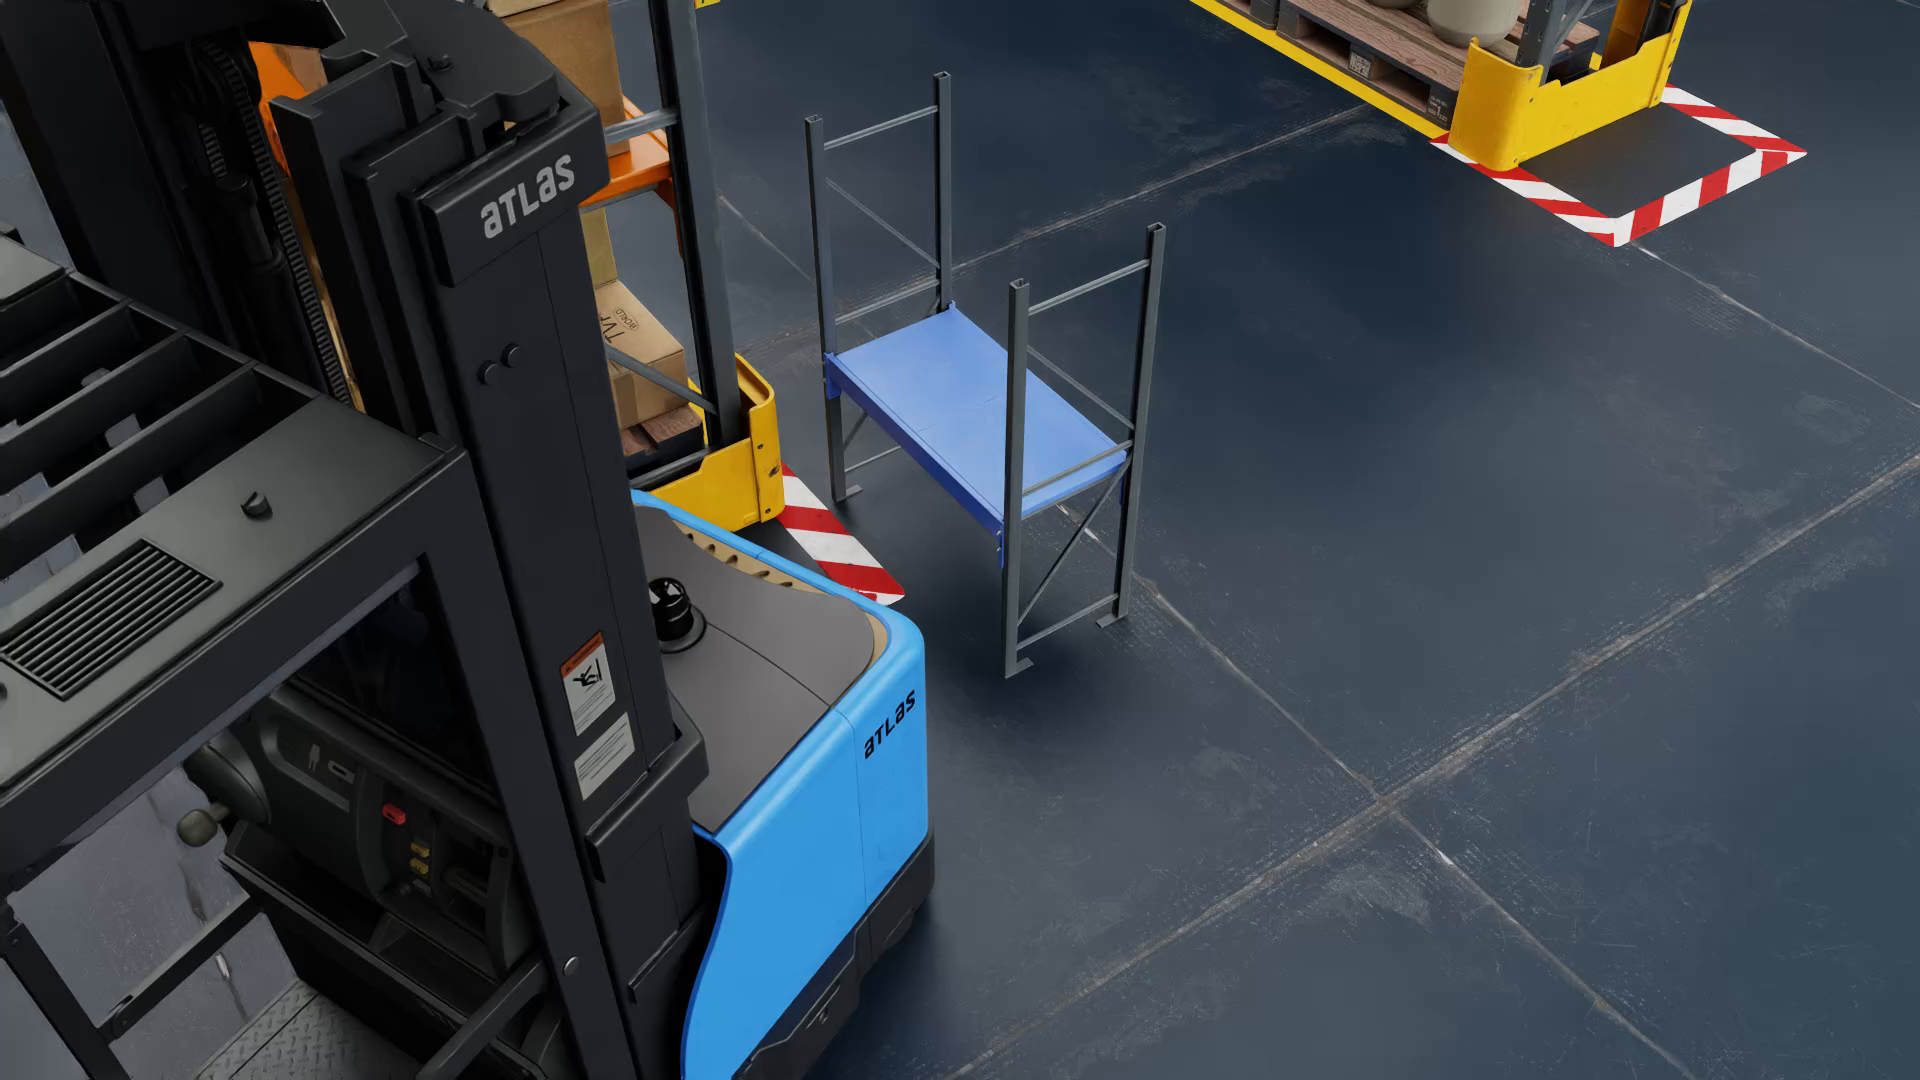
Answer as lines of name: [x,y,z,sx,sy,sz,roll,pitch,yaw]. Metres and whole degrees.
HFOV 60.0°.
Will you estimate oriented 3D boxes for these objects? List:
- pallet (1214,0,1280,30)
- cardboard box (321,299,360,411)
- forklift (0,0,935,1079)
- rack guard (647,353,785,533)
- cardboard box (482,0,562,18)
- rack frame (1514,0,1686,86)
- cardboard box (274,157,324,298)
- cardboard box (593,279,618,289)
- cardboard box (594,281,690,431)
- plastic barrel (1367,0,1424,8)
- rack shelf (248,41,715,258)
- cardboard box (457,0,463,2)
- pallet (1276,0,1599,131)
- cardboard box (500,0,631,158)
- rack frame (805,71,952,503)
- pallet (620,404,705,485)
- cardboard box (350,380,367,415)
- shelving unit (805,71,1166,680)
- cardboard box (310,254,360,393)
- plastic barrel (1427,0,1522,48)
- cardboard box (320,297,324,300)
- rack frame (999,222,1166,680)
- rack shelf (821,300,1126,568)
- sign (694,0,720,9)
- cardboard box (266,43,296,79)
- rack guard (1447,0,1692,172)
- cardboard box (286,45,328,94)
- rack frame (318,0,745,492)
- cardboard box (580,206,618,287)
pallet: [1.645,-3.198,8.947,1.003,0.211,1.213,-26,49,-24]
cardboard box: [-2.029,-0.698,5.996,0.500,0.250,0.500,-26,49,-24]
forklift: [-1.294,0.593,3.006,1.130,2.935,3.031,24,49,23]
rack guard: [-1.170,-0.157,5.553,1.175,0.500,0.348,-26,49,-24]
cardboard box: [-1.232,-1.653,4.767,0.380,0.149,0.250,-26,49,-25]
rack frame: [2.881,-3.030,6.751,1.000,3.000,0.127,-26,49,-24]
cardboard box: [-2.319,-1.250,6.032,0.500,0.500,0.500,-26,49,-24]
cardboard box: [-1.597,-0.906,6.214,0.500,0.250,0.500,-26,49,-24]
cardboard box: [-1.308,-0.624,5.919,0.500,0.250,0.500,-26,49,-24]
plastic barrel: [2.155,-2.908,8.122,0.421,0.512,0.421,0,44,0]
rack shelf: [-2.328,-1.948,6.139,1.077,0.370,4.000,-26,49,-24]
cardboard box: [-1.559,-1.487,4.593,0.380,0.149,0.250,-27,50,-25]
pallet: [2.339,-2.508,8.224,1.003,0.211,1.213,-26,49,-24]
cardboard box: [-1.440,-1.381,4.952,0.700,0.500,0.500,-26,49,-24]
rack frame: [-0.242,-0.782,5.483,0.500,1.500,0.032,-26,49,-24]
pallet: [-1.656,-0.483,6.103,1.003,0.211,1.213,-26,49,-24]
cardboard box: [-1.733,-0.419,5.704,0.500,0.250,0.500,-26,49,-24]
shelving unit: [0.049,-0.494,5.182,0.538,1.500,1.048,-26,49,-24]
cardboard box: [-1.735,-0.690,5.444,0.500,0.500,0.500,-26,49,-24]
plastic barrel: [2.442,-2.624,7.824,0.421,0.512,0.421,0,44,0]
cardboard box: [-2.316,-0.980,6.292,0.500,0.250,0.500,-26,49,-24]
rack frame: [0.340,-0.206,4.880,0.500,1.500,0.032,-26,49,-24]
rack shelf: [0.049,-0.364,5.306,0.538,0.185,1.000,-26,49,-24]
sign: [-0.725,-1.633,4.604,0.100,0.325,0.005,-26,49,-24]
cardboard box: [-2.024,-1.960,5.558,0.700,0.500,0.500,-25,49,-24]
rack guard: [2.799,-2.150,7.640,1.175,0.500,0.348,-26,49,-24]
cardboard box: [-1.745,-1.676,5.261,0.700,0.500,0.500,-24,49,-23]
rack frame: [-1.184,-1.075,4.704,1.000,3.000,0.127,-26,49,-24]
cardboard box: [-1.596,-1.178,5.955,0.500,0.500,0.500,-26,49,-24]
